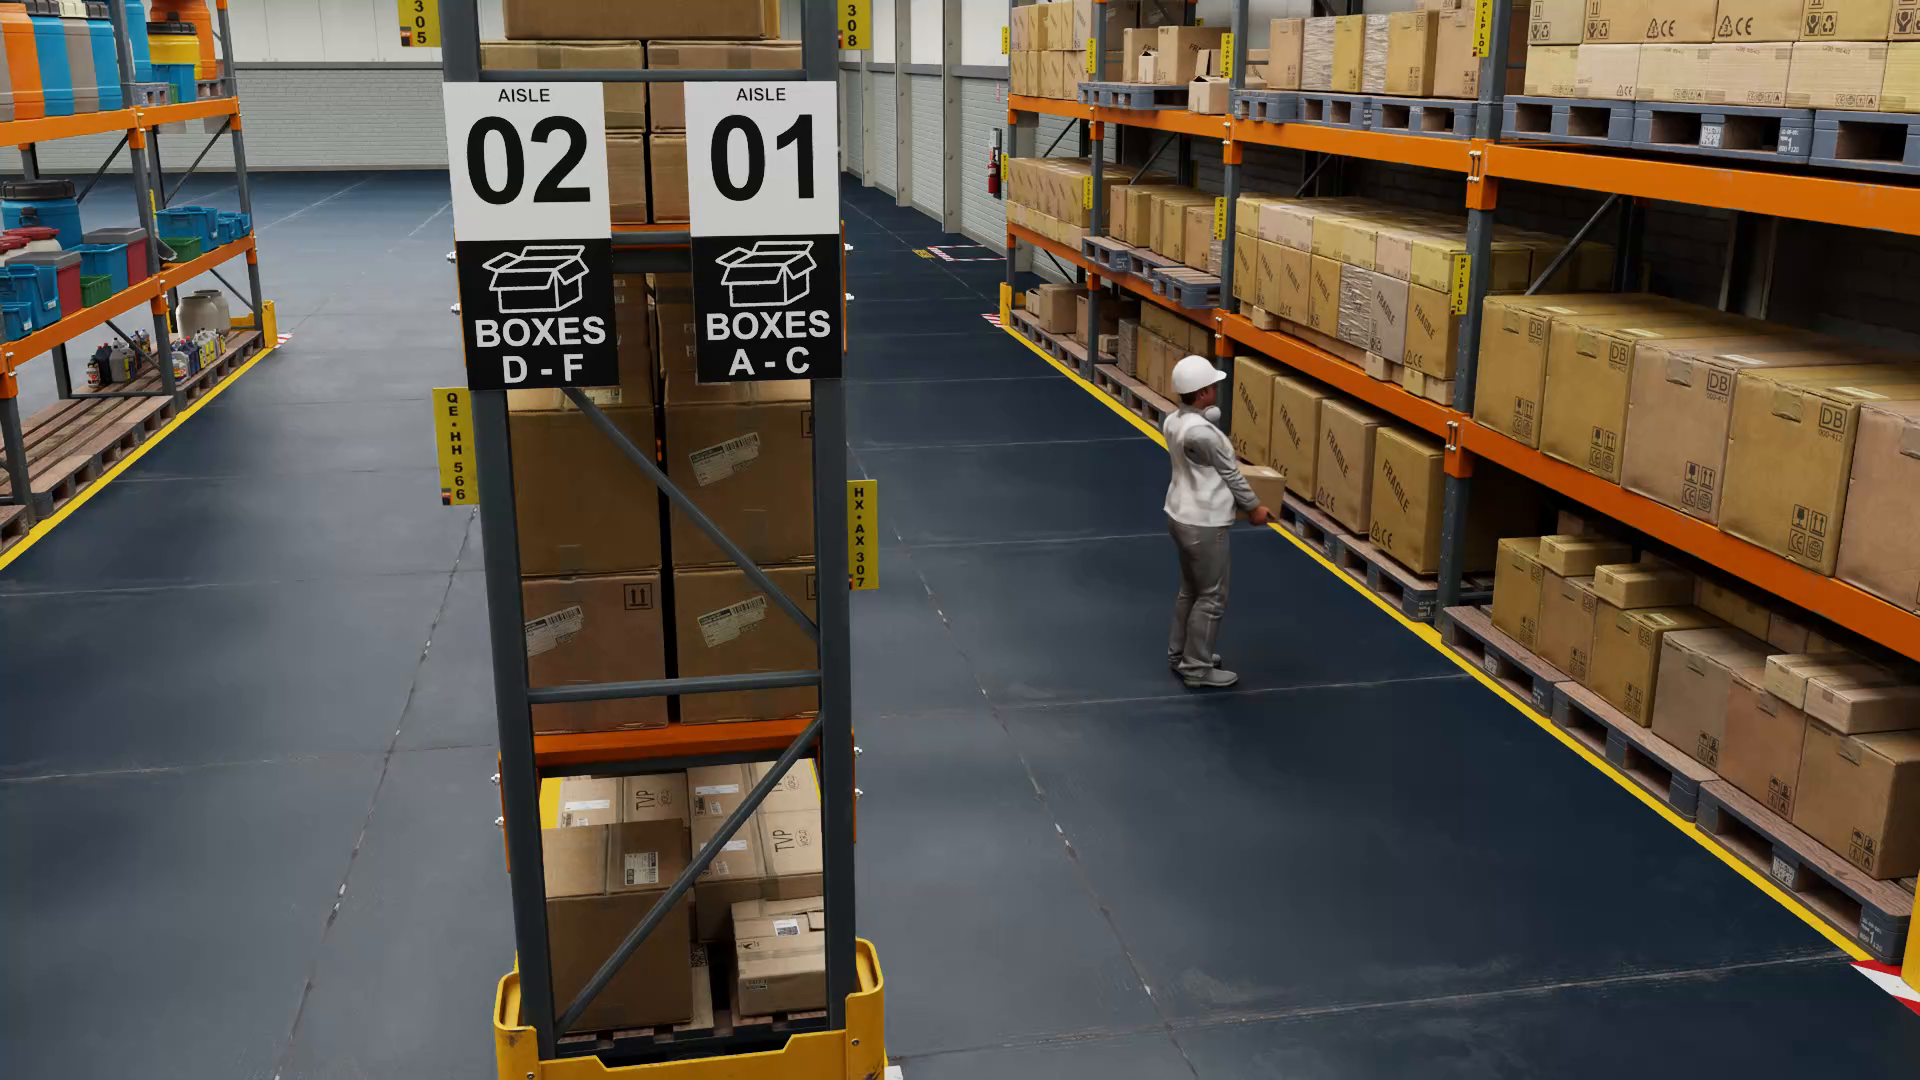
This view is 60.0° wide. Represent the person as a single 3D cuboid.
[{"bbox_3d":[1.371,-0.113,8.891,0.550,1.762,0.494,-3,16,-9],"label":"person"}]
